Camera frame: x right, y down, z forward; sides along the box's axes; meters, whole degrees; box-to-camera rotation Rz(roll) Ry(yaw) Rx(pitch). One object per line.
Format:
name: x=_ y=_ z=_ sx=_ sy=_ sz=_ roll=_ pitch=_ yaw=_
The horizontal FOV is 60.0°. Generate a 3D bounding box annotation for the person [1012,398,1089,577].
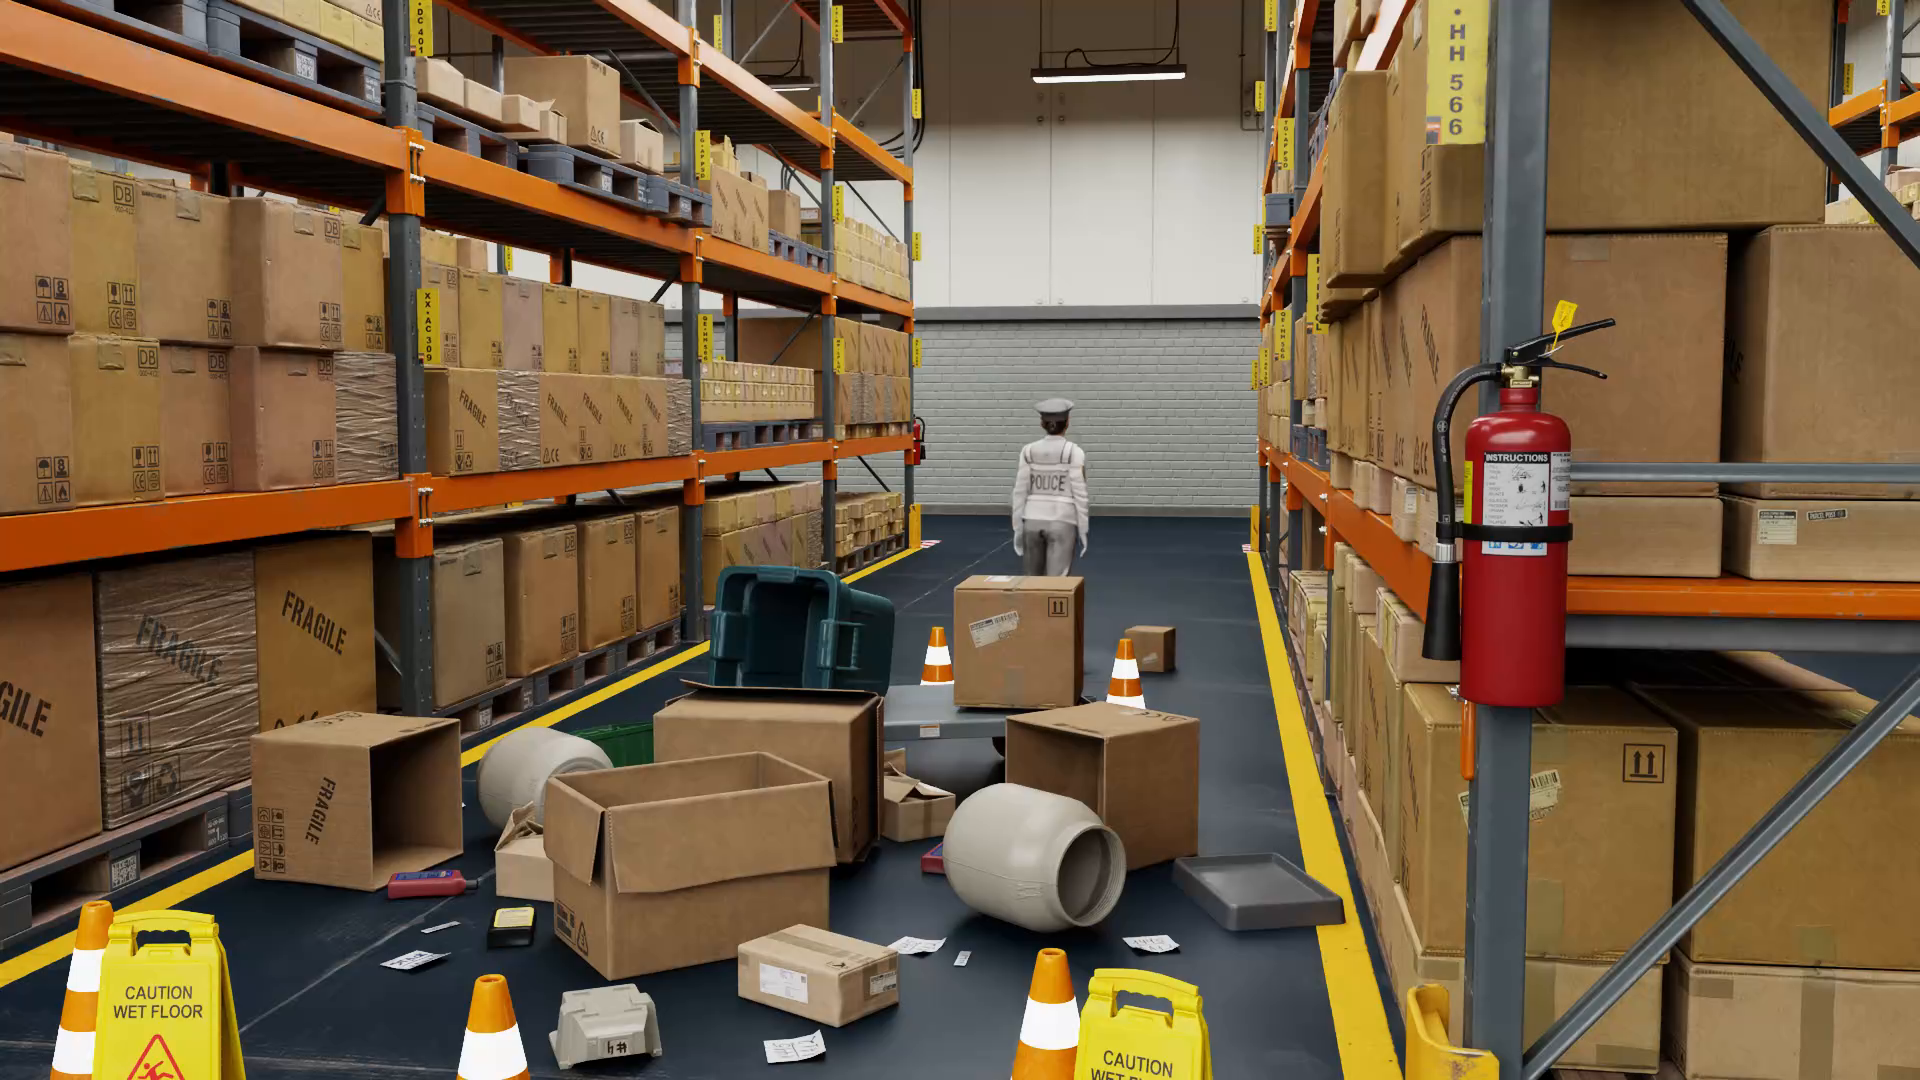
person: x=0.553 y=-0.074 z=10.561 sx=0.642 sy=1.655 sz=0.772 roll=3 pitch=5 yaw=29
